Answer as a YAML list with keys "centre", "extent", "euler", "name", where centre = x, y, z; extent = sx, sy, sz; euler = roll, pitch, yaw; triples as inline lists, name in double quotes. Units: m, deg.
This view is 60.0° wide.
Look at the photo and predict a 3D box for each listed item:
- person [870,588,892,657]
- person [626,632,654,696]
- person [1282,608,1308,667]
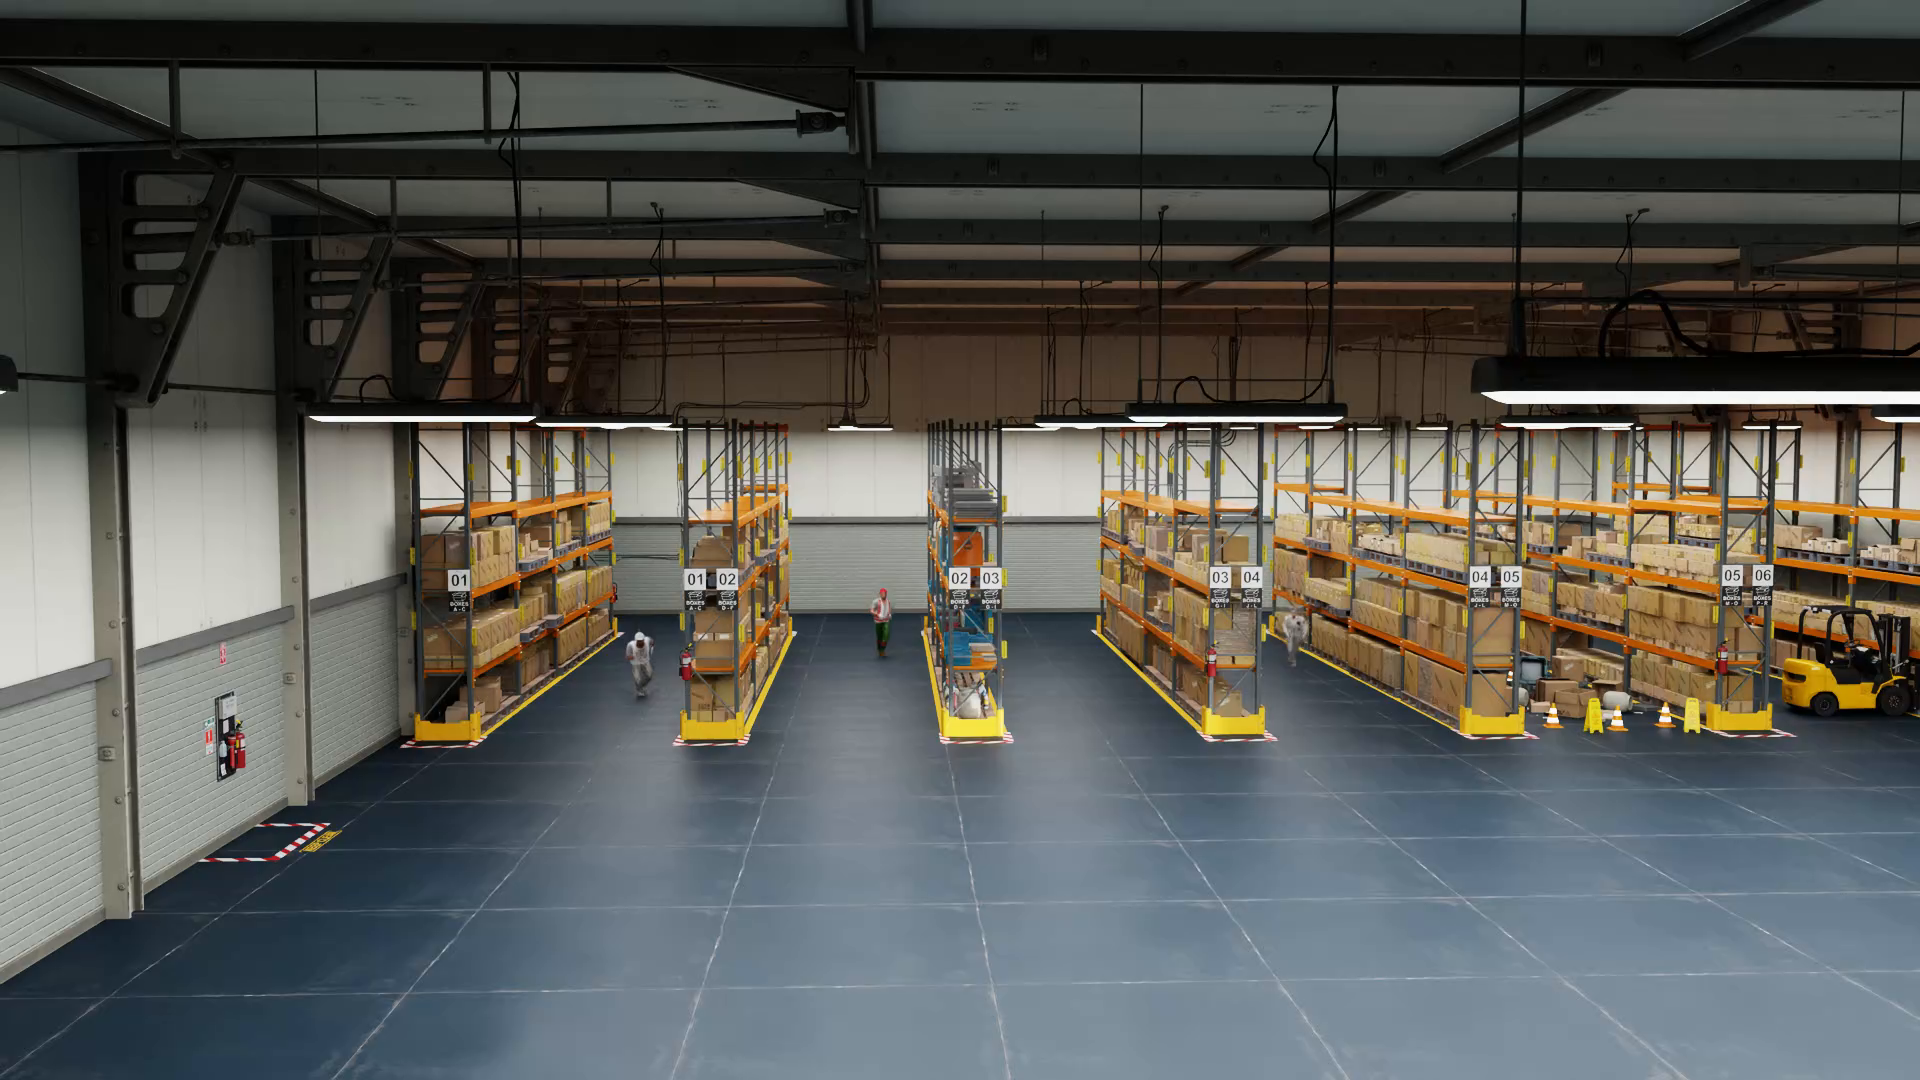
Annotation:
- centre: [-2.046, 2.100, 42.682]
  extent: [0.627, 1.759, 0.868]
  euler: [-1, 4, -21]
  name: "person"
- centre: [-6.869, 2.674, 35.807]
  extent: [0.676, 1.477, 0.996]
  euler: [-1, 4, -20]
  name: "person"
- centre: [8.219, 2.377, 40.790]
  extent: [0.633, 1.486, 0.862]
  euler: [1, 4, 10]
  name: "person"
